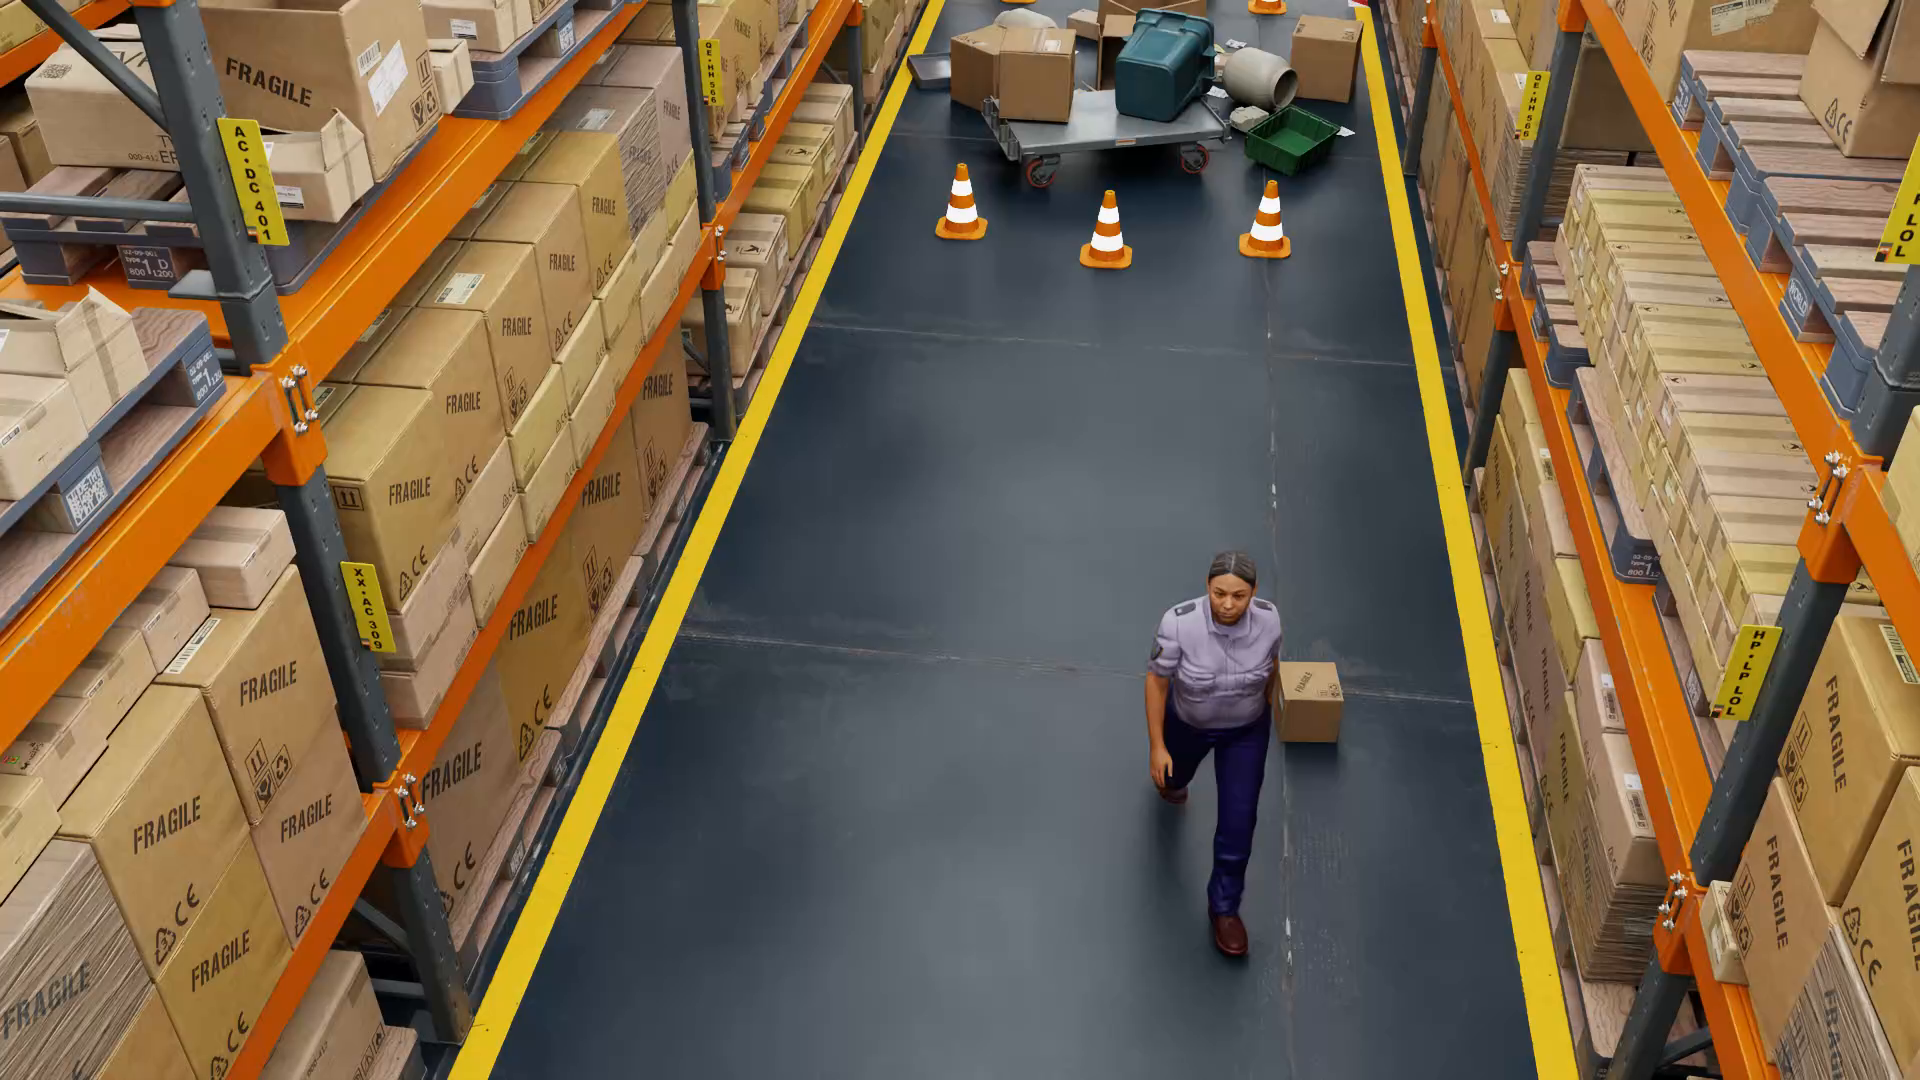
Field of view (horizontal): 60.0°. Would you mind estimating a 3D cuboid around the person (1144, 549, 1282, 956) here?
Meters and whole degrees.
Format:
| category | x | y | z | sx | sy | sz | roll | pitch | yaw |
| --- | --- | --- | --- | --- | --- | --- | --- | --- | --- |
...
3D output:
| category | x | y | z | sx | sy | sz | roll | pitch | yaw |
| --- | --- | --- | --- | --- | --- | --- | --- | --- | --- |
| person | 0.927 | 0.647 | 6.196 | 0.516 | 1.585 | 1.048 | 1 | 36 | 2 |
